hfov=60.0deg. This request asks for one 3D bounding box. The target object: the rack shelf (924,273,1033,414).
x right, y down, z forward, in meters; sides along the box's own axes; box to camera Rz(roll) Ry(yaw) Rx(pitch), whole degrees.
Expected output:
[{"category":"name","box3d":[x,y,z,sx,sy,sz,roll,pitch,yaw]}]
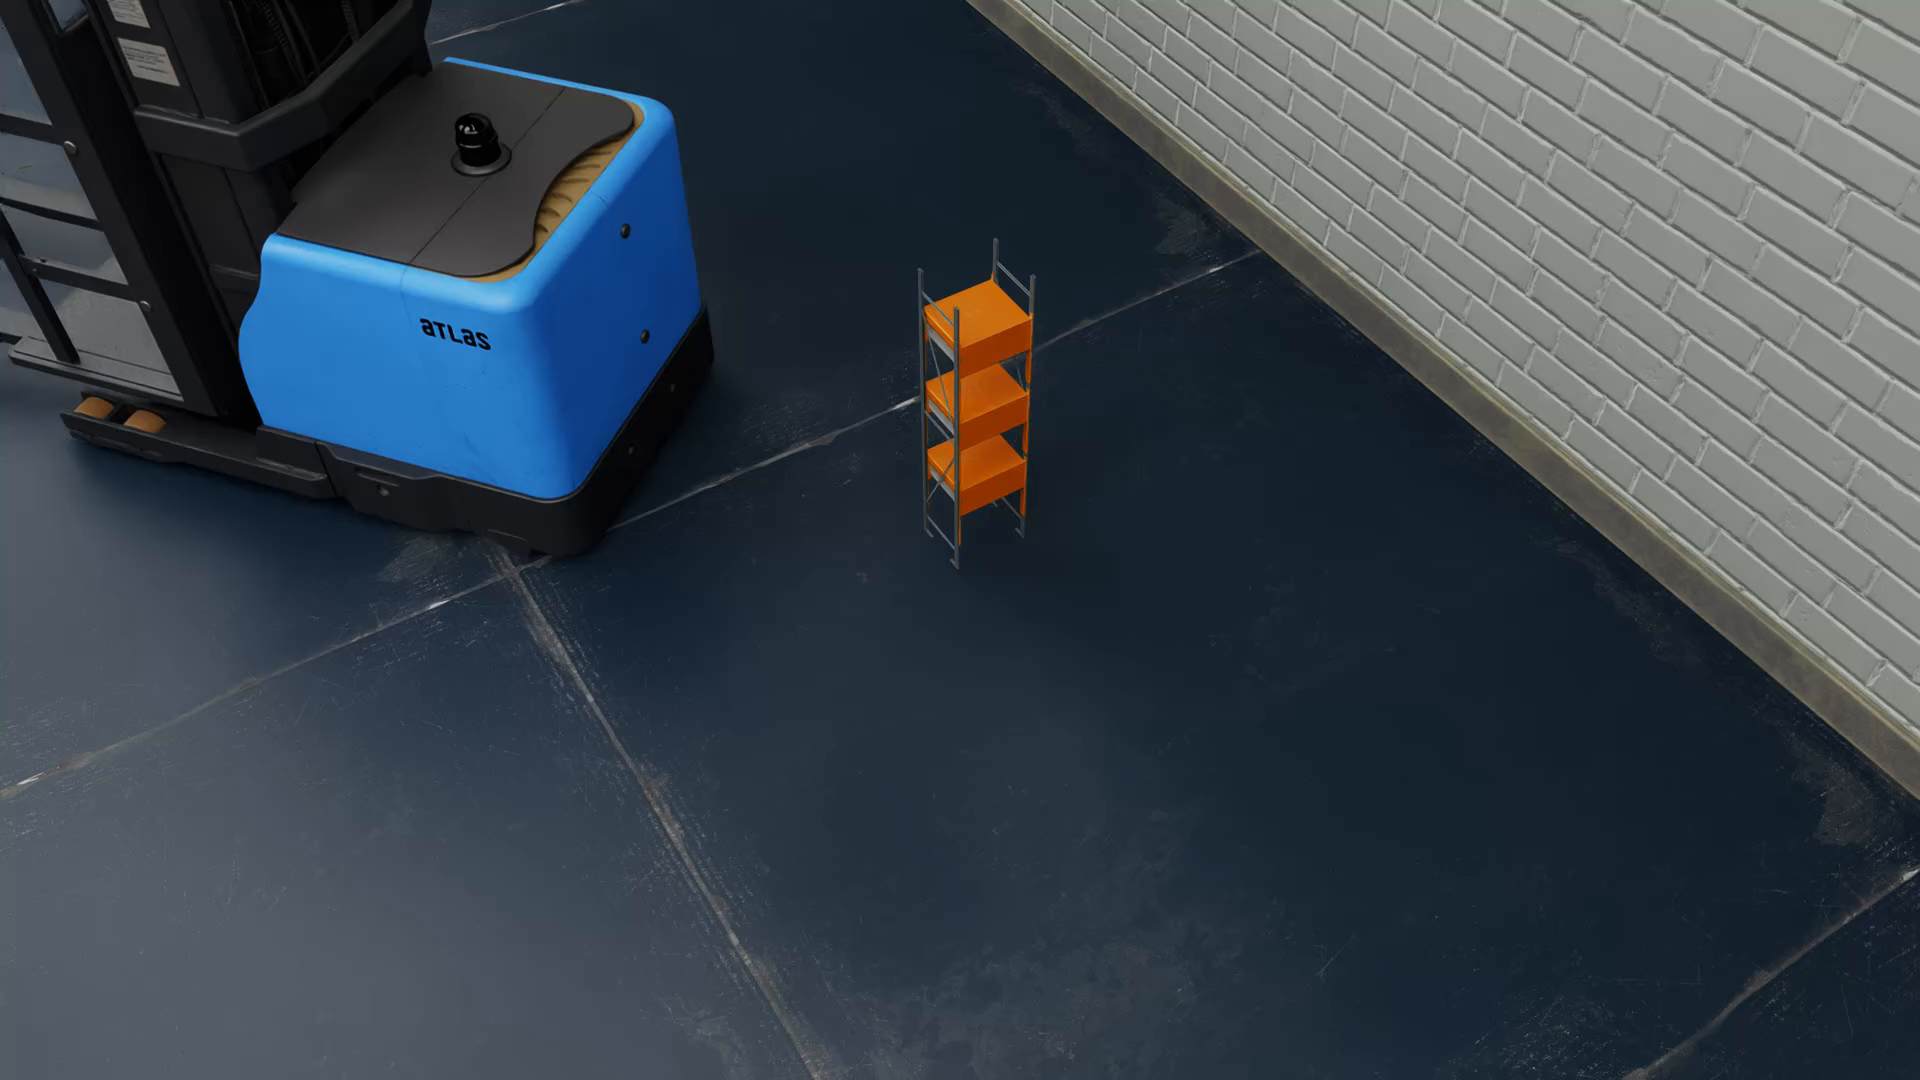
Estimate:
[{"category":"rack shelf","box3d":[0.045,-0.552,4.673,0.240,0.259,0.215,-25,53,-21]}]

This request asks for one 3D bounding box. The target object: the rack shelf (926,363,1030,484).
[{"category":"rack shelf","box3d":[0.045,-0.363,4.885,0.240,0.259,0.215,-25,53,-21]}]

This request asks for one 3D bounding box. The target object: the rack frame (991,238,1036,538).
[{"category":"rack frame","box3d":[0.148,-0.419,4.920,0.008,1.050,0.200,-25,53,-21]}]

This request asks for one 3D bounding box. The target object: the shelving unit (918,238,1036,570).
[{"category":"shelving unit","box3d":[0.045,-0.370,4.877,0.252,1.050,0.215,-25,53,-21]}]

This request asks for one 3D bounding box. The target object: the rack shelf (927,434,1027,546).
[{"category":"rack shelf","box3d":[0.045,-0.179,5.092,0.240,0.259,0.215,-25,53,-21]}]

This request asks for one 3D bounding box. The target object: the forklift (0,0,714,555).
[{"category":"forklift","box3d":[-2.418,-1.595,4.708,3.031,2.935,1.130,14,50,12]}]

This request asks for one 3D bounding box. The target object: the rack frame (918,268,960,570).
[{"category":"rack frame","box3d":[-0.058,-0.322,4.834,0.008,1.050,0.200,-25,53,-21]}]
